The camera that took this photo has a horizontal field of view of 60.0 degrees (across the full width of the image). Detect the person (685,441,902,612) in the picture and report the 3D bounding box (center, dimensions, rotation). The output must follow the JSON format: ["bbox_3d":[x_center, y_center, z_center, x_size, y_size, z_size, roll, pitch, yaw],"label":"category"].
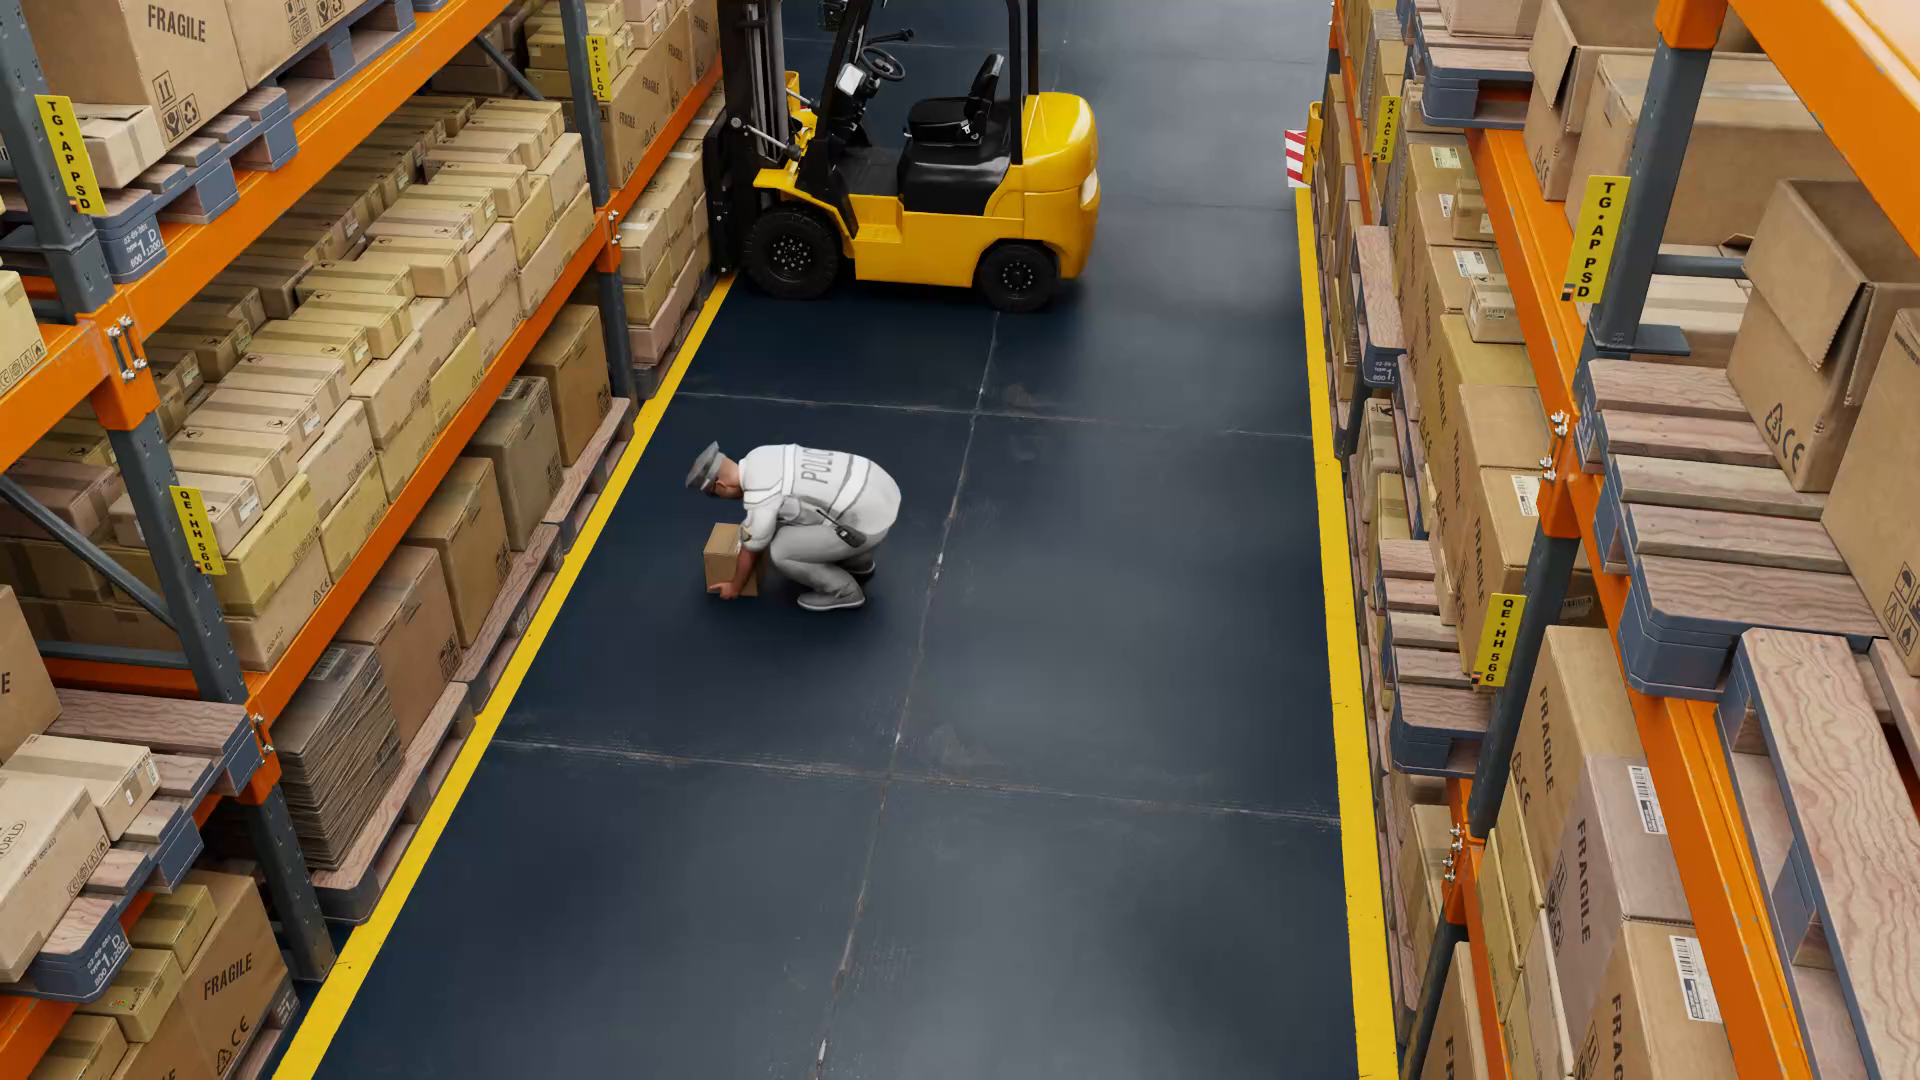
[{"bbox_3d":[-0.792,-0.094,7.994,1.020,0.820,0.531,4,36,5],"label":"person"}]
